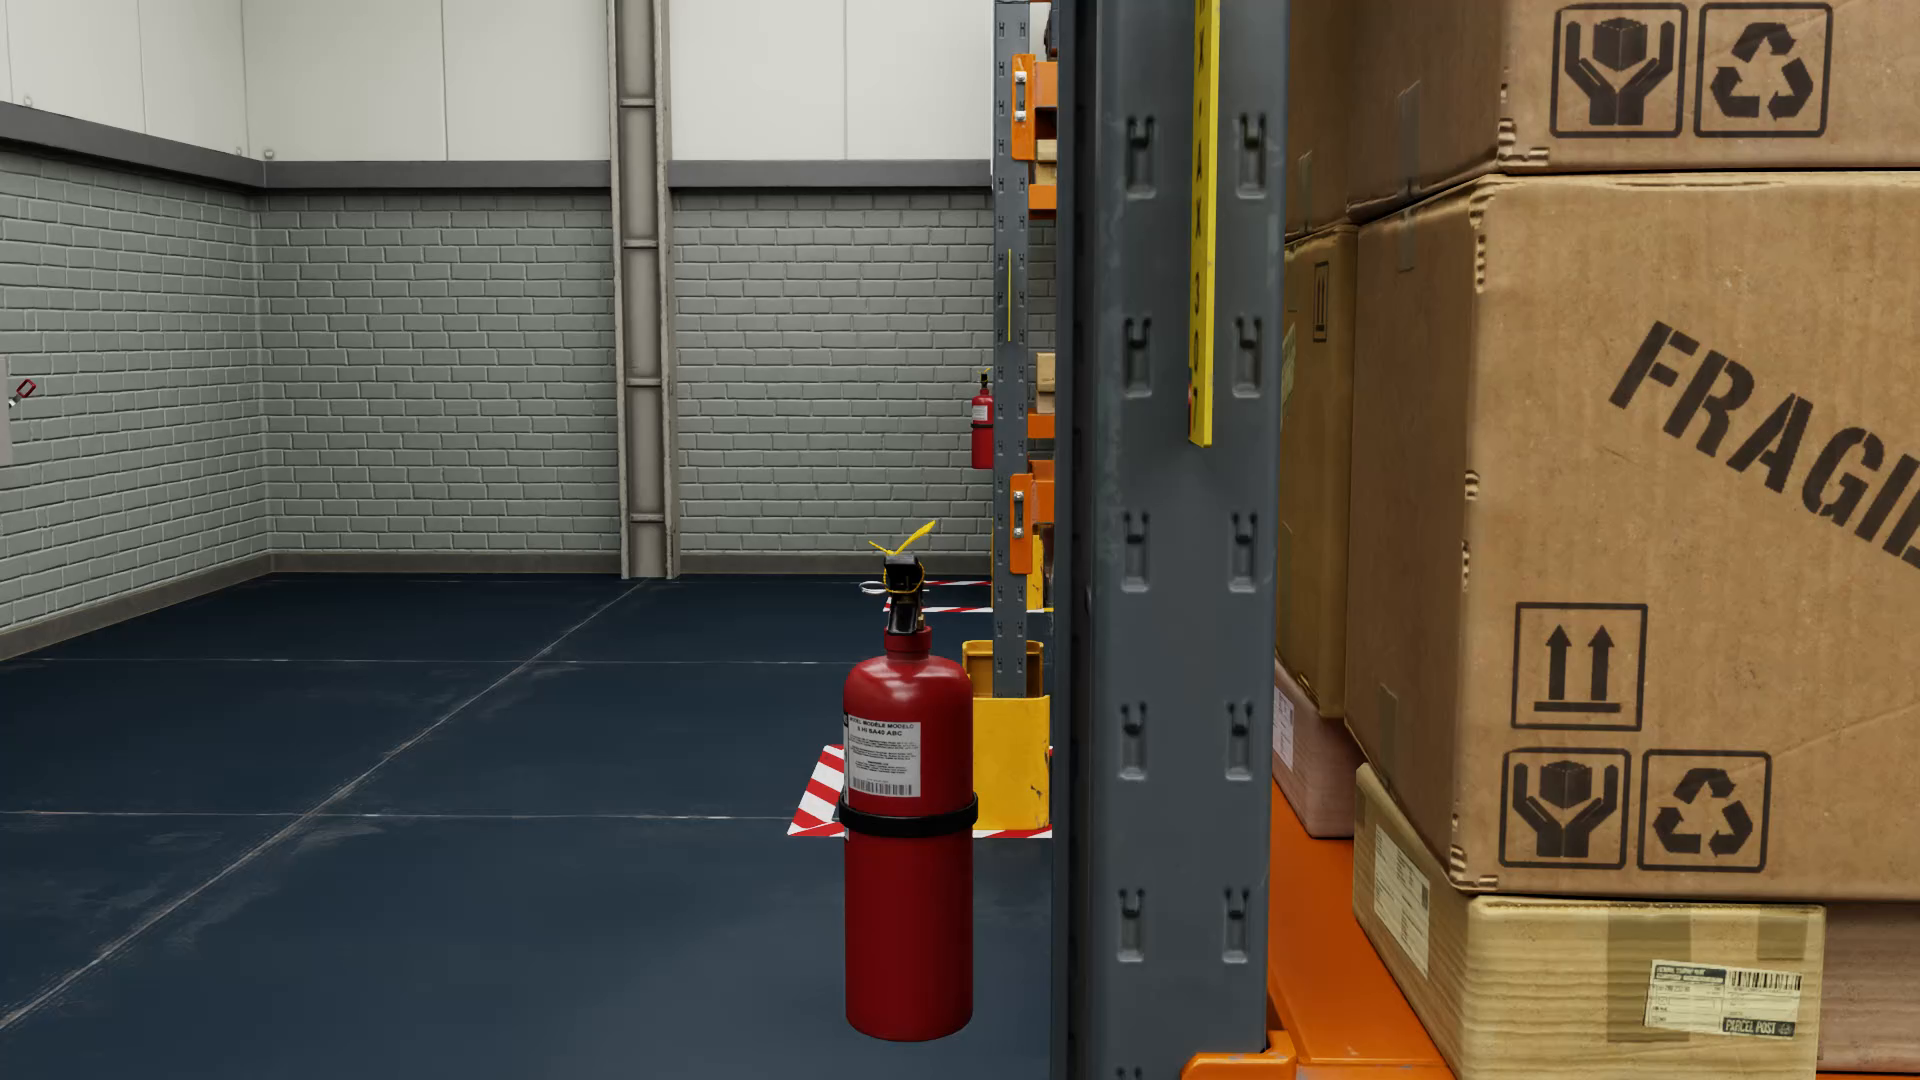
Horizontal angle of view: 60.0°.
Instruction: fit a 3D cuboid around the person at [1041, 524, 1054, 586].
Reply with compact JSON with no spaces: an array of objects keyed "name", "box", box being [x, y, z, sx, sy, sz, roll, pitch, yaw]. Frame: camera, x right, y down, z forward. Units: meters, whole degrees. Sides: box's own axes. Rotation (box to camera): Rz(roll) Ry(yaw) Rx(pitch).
[{"name":"person","box":[0.725,0.113,8.533,0.612,1.349,0.803,0,7,1]}]
